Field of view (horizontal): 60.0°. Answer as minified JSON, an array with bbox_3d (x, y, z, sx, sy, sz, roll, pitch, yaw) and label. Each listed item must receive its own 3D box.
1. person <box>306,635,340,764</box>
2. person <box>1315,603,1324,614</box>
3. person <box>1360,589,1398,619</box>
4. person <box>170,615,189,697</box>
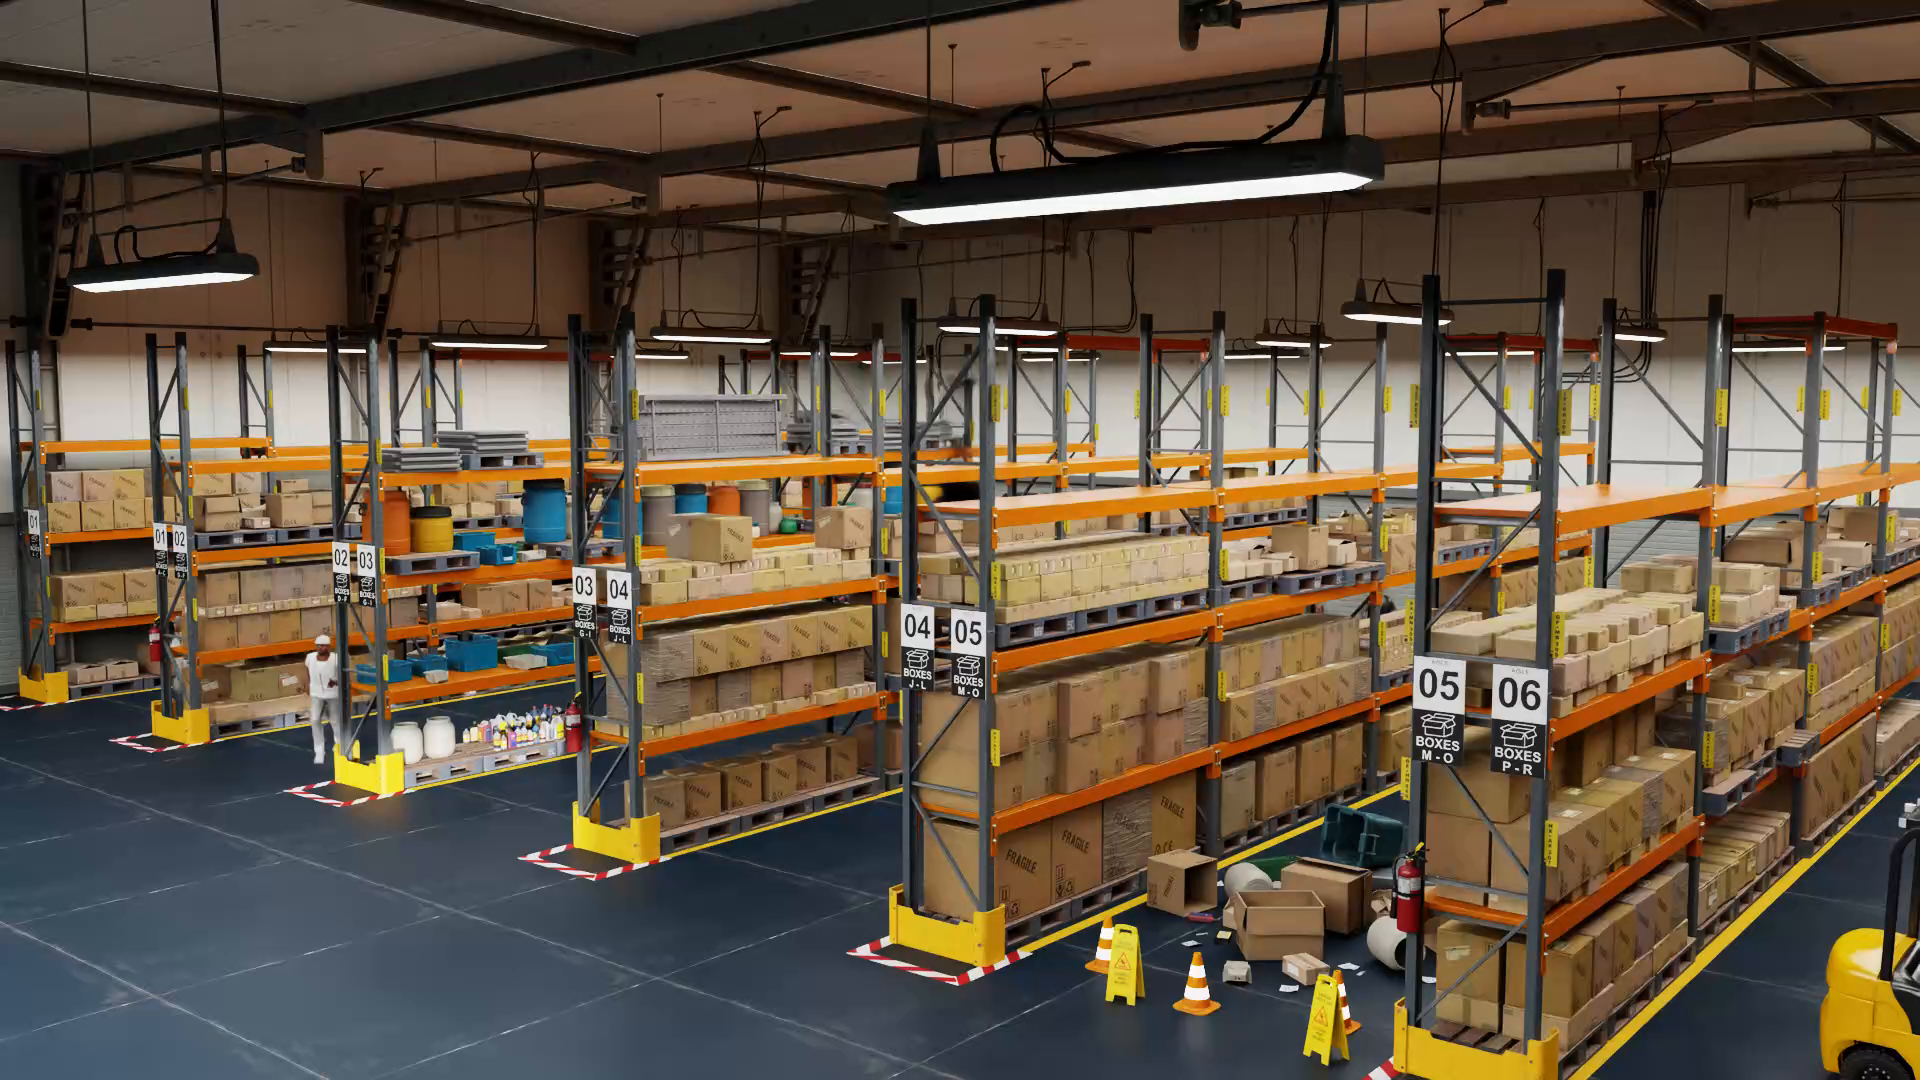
[{"bbox_3d":[-8.869,2.211,23.310,0.619,1.814,0.896,-1,5,-9],"label":"person"},{"bbox_3d":[5.977,1.867,27.793,0.570,1.617,0.529,3,6,34],"label":"person"},{"bbox_3d":[7.597,1.622,30.075,0.683,1.688,0.558,0,5,4],"label":"person"},{"bbox_3d":[-12.251,1.993,26.230,0.584,1.620,0.667,3,6,33],"label":"person"}]
